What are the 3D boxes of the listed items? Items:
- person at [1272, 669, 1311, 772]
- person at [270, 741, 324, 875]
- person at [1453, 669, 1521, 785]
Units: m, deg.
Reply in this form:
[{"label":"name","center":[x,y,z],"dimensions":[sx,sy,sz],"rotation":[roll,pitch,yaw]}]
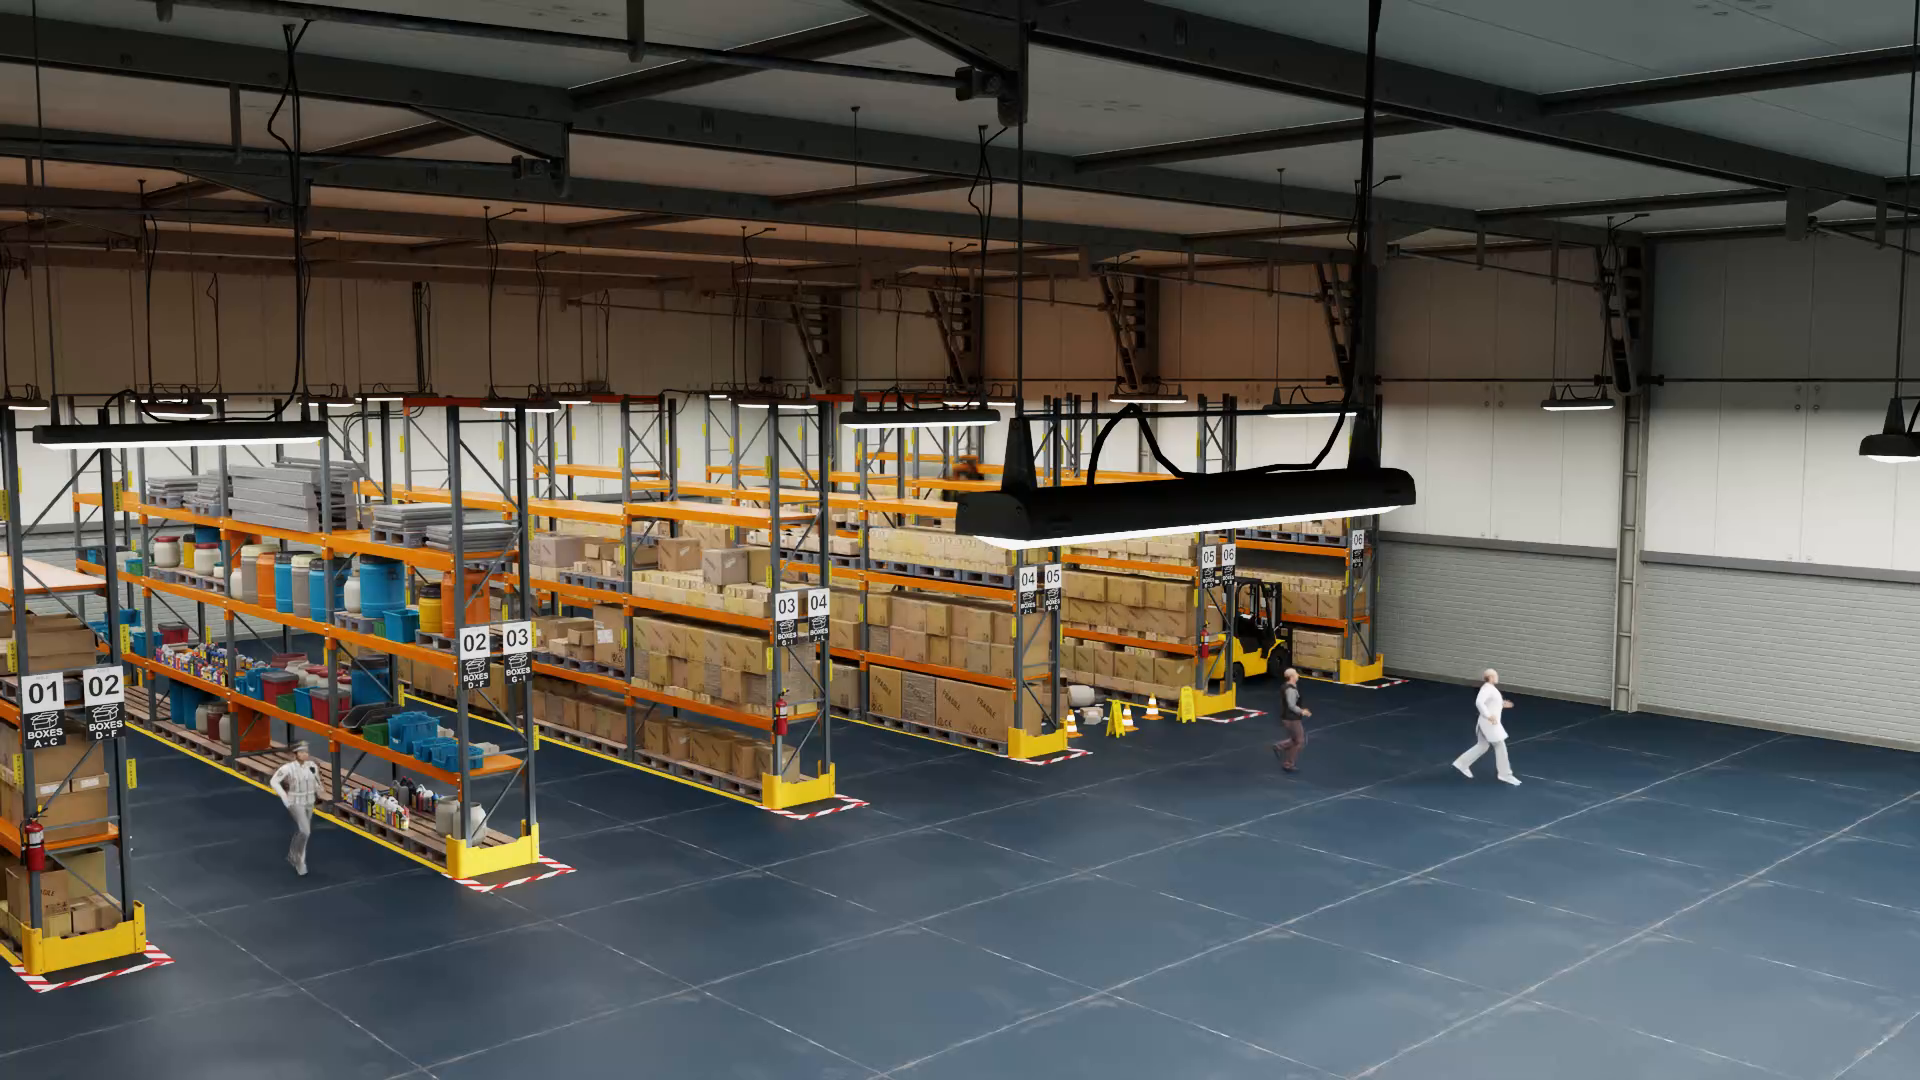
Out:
[{"label":"person","center":[5.364,2.908,26.880],"dimensions":[0.579,1.678,0.660],"rotation":[0,6,0]},{"label":"person","center":[-8.471,3.433,21.396],"dimensions":[0.715,1.732,0.588],"rotation":[4,7,33]},{"label":"person","center":[8.269,3.014,26.051],"dimensions":[1.040,1.607,0.703],"rotation":[0,6,4]}]
